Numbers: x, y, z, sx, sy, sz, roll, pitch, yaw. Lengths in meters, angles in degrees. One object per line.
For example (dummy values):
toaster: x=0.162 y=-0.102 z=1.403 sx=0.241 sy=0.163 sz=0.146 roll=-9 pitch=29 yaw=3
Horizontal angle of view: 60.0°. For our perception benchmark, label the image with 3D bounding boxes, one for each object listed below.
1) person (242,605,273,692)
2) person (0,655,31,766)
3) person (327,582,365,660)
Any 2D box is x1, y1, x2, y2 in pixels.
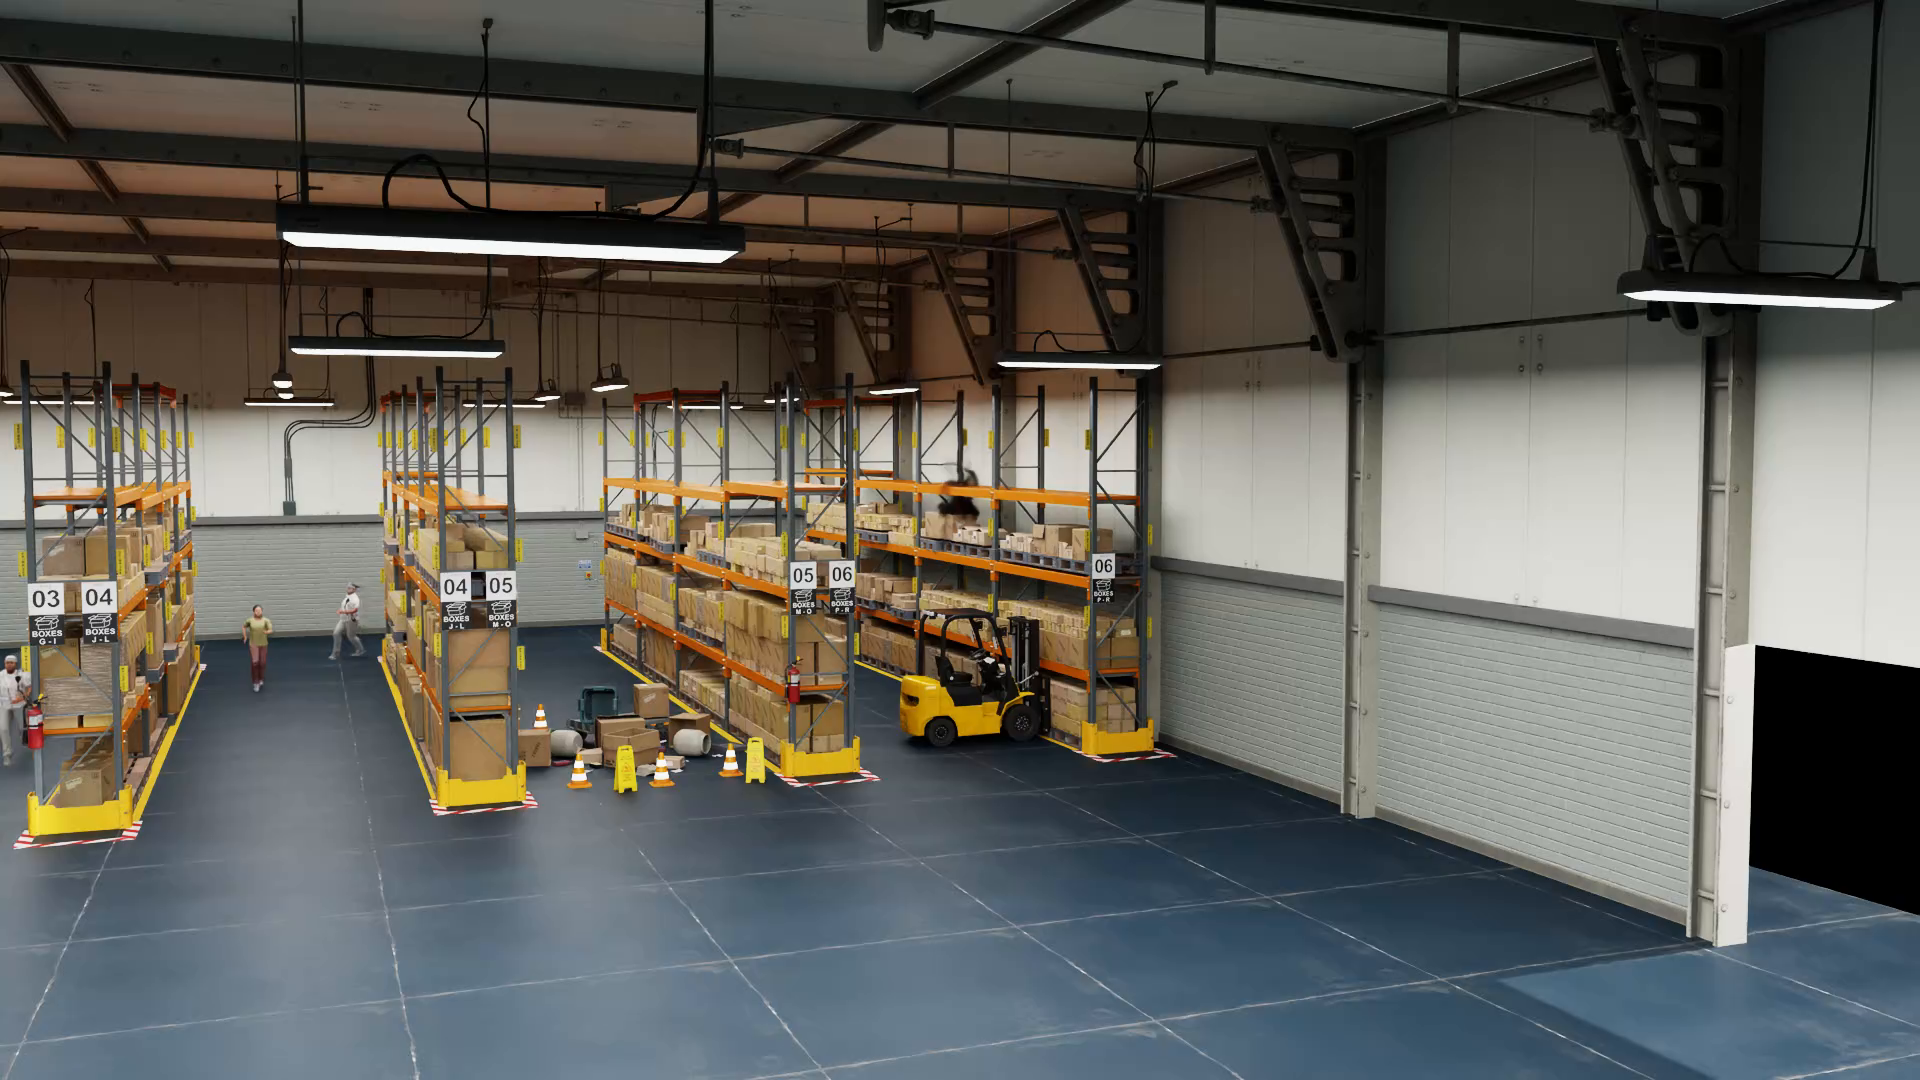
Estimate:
person: x=-14.091 y=2.155 z=33.399 sx=0.547 sy=1.726 sz=0.749 roll=-2 pitch=4 yaw=-31
person: x=-14.815 y=2.636 z=26.058 sx=0.578 sy=1.684 sz=1.066 roll=-1 pitch=4 yaw=-23
person: x=-13.939 y=1.838 z=37.895 sx=0.665 sy=1.776 sz=0.841 roll=3 pitch=5 yaw=42
